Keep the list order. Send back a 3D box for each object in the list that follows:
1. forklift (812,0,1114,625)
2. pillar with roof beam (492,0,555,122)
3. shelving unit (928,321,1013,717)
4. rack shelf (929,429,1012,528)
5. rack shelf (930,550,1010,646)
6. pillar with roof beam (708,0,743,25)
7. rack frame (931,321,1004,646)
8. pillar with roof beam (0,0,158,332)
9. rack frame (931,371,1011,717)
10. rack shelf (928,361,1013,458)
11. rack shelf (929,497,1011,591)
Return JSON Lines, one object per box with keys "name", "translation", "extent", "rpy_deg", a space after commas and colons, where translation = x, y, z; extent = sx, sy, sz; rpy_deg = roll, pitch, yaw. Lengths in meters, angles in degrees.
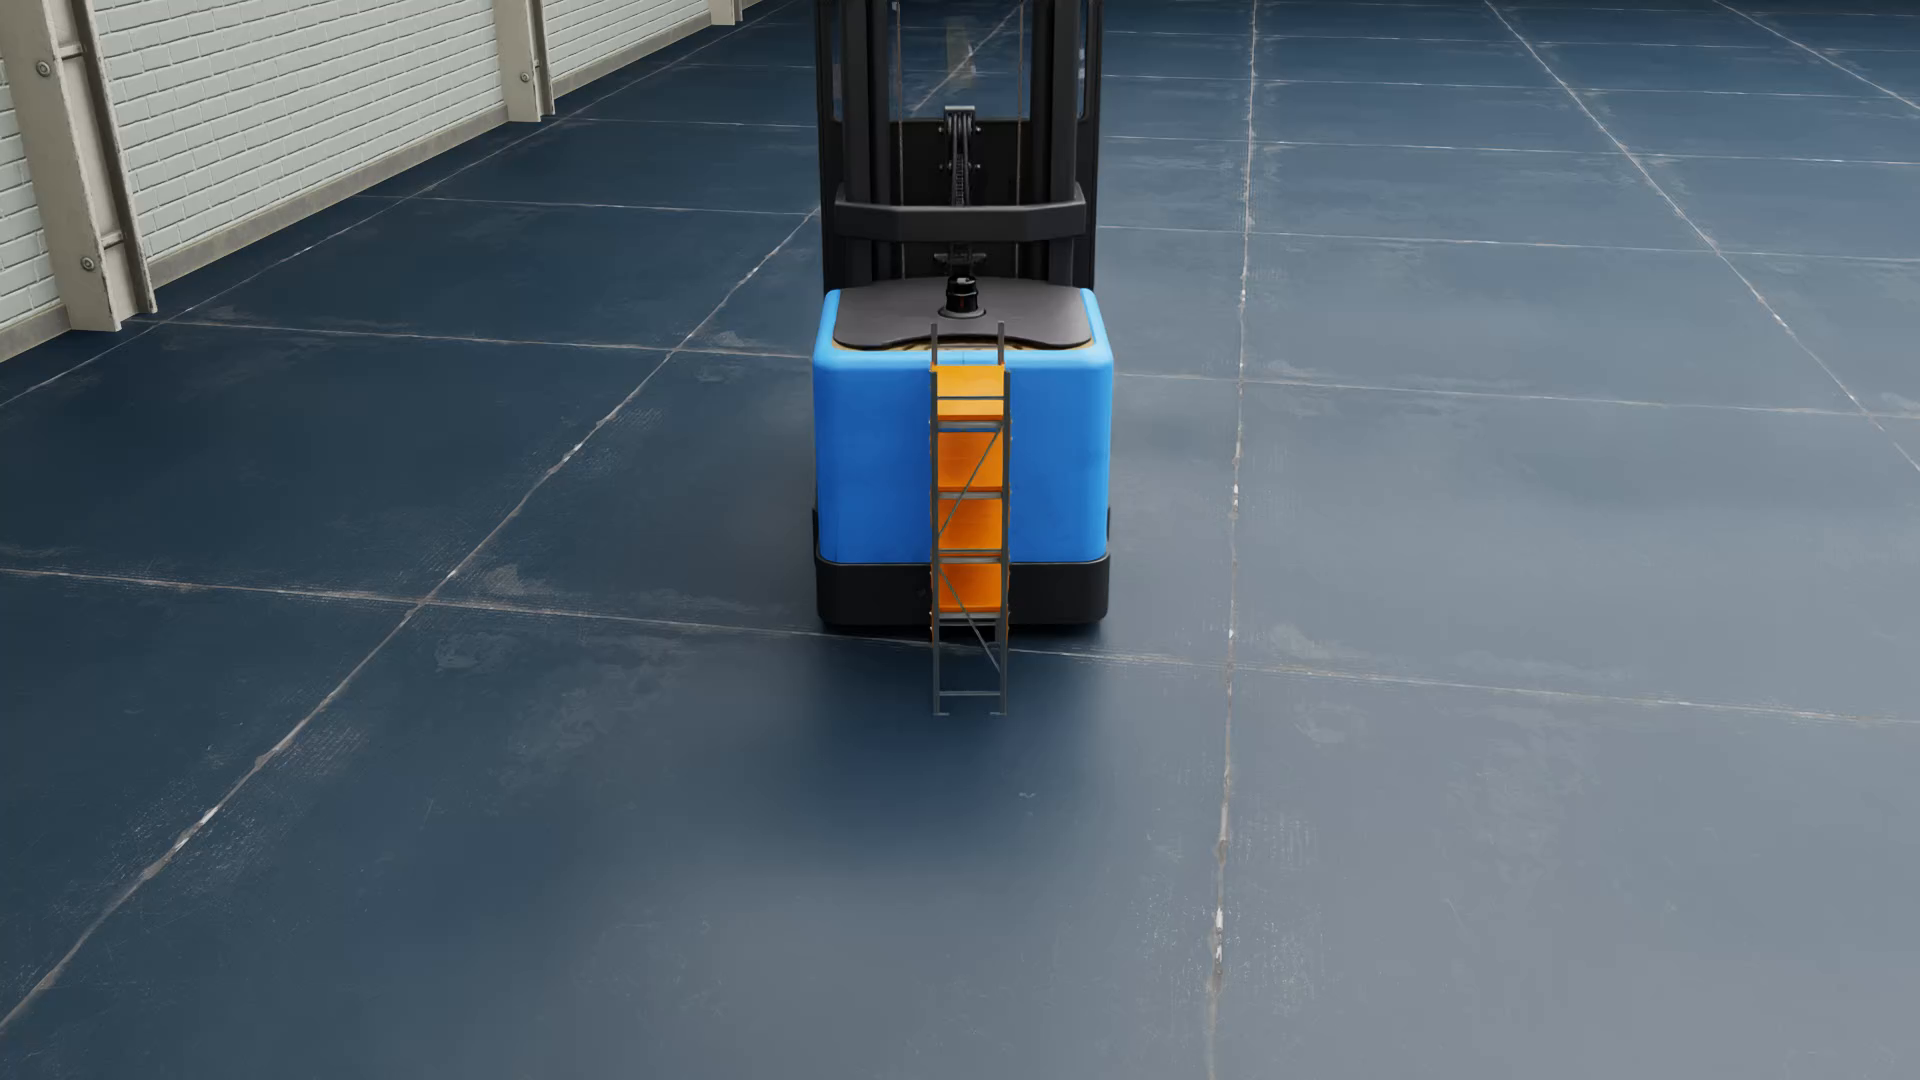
{"name": "forklift", "translation": [-0.009, -1.602, 6.715], "extent": [1.130, 2.935, 3.031], "rpy_deg": [0, 25, -1]}
{"name": "pillar with roof beam", "translation": [0.430, -7.535, 12.233], "extent": [9.100, 9.000, 0.400], "rpy_deg": [4, 25, 9]}
{"name": "shelving unit", "translation": [0.029, -0.066, 5.476], "extent": [0.258, 1.200, 0.503], "rpy_deg": [0, 25, -1]}
{"name": "rack shelf", "translation": [0.029, -0.208, 5.409], "extent": [0.258, 0.148, 0.480], "rpy_deg": [0, 25, -1]}
{"name": "rack shelf", "translation": [0.029, 0.175, 5.588], "extent": [0.258, 0.148, 0.480], "rpy_deg": [0, 25, -1]}
{"name": "pillar with roof beam", "translation": [1.410, -10.045, 17.594], "extent": [9.100, 9.000, 0.400], "rpy_deg": [4, 25, 9]}
{"name": "rack frame", "translation": [0.025, -0.169, 5.696], "extent": [0.240, 1.200, 0.015], "rpy_deg": [0, 25, -1]}
{"name": "pillar with roof beam", "translation": [-0.551, -5.026, 6.872], "extent": [9.100, 9.000, 0.400], "rpy_deg": [4, 25, 9]}
{"name": "rack frame", "translation": [0.032, 0.038, 5.255], "extent": [0.240, 1.200, 0.015], "rpy_deg": [0, 25, -1]}
{"name": "rack shelf", "translation": [0.029, -0.422, 5.309], "extent": [0.258, 0.148, 0.480], "rpy_deg": [0, 25, -1]}
{"name": "rack shelf", "translation": [0.029, -0.005, 5.504], "extent": [0.258, 0.148, 0.480], "rpy_deg": [0, 25, -1]}
